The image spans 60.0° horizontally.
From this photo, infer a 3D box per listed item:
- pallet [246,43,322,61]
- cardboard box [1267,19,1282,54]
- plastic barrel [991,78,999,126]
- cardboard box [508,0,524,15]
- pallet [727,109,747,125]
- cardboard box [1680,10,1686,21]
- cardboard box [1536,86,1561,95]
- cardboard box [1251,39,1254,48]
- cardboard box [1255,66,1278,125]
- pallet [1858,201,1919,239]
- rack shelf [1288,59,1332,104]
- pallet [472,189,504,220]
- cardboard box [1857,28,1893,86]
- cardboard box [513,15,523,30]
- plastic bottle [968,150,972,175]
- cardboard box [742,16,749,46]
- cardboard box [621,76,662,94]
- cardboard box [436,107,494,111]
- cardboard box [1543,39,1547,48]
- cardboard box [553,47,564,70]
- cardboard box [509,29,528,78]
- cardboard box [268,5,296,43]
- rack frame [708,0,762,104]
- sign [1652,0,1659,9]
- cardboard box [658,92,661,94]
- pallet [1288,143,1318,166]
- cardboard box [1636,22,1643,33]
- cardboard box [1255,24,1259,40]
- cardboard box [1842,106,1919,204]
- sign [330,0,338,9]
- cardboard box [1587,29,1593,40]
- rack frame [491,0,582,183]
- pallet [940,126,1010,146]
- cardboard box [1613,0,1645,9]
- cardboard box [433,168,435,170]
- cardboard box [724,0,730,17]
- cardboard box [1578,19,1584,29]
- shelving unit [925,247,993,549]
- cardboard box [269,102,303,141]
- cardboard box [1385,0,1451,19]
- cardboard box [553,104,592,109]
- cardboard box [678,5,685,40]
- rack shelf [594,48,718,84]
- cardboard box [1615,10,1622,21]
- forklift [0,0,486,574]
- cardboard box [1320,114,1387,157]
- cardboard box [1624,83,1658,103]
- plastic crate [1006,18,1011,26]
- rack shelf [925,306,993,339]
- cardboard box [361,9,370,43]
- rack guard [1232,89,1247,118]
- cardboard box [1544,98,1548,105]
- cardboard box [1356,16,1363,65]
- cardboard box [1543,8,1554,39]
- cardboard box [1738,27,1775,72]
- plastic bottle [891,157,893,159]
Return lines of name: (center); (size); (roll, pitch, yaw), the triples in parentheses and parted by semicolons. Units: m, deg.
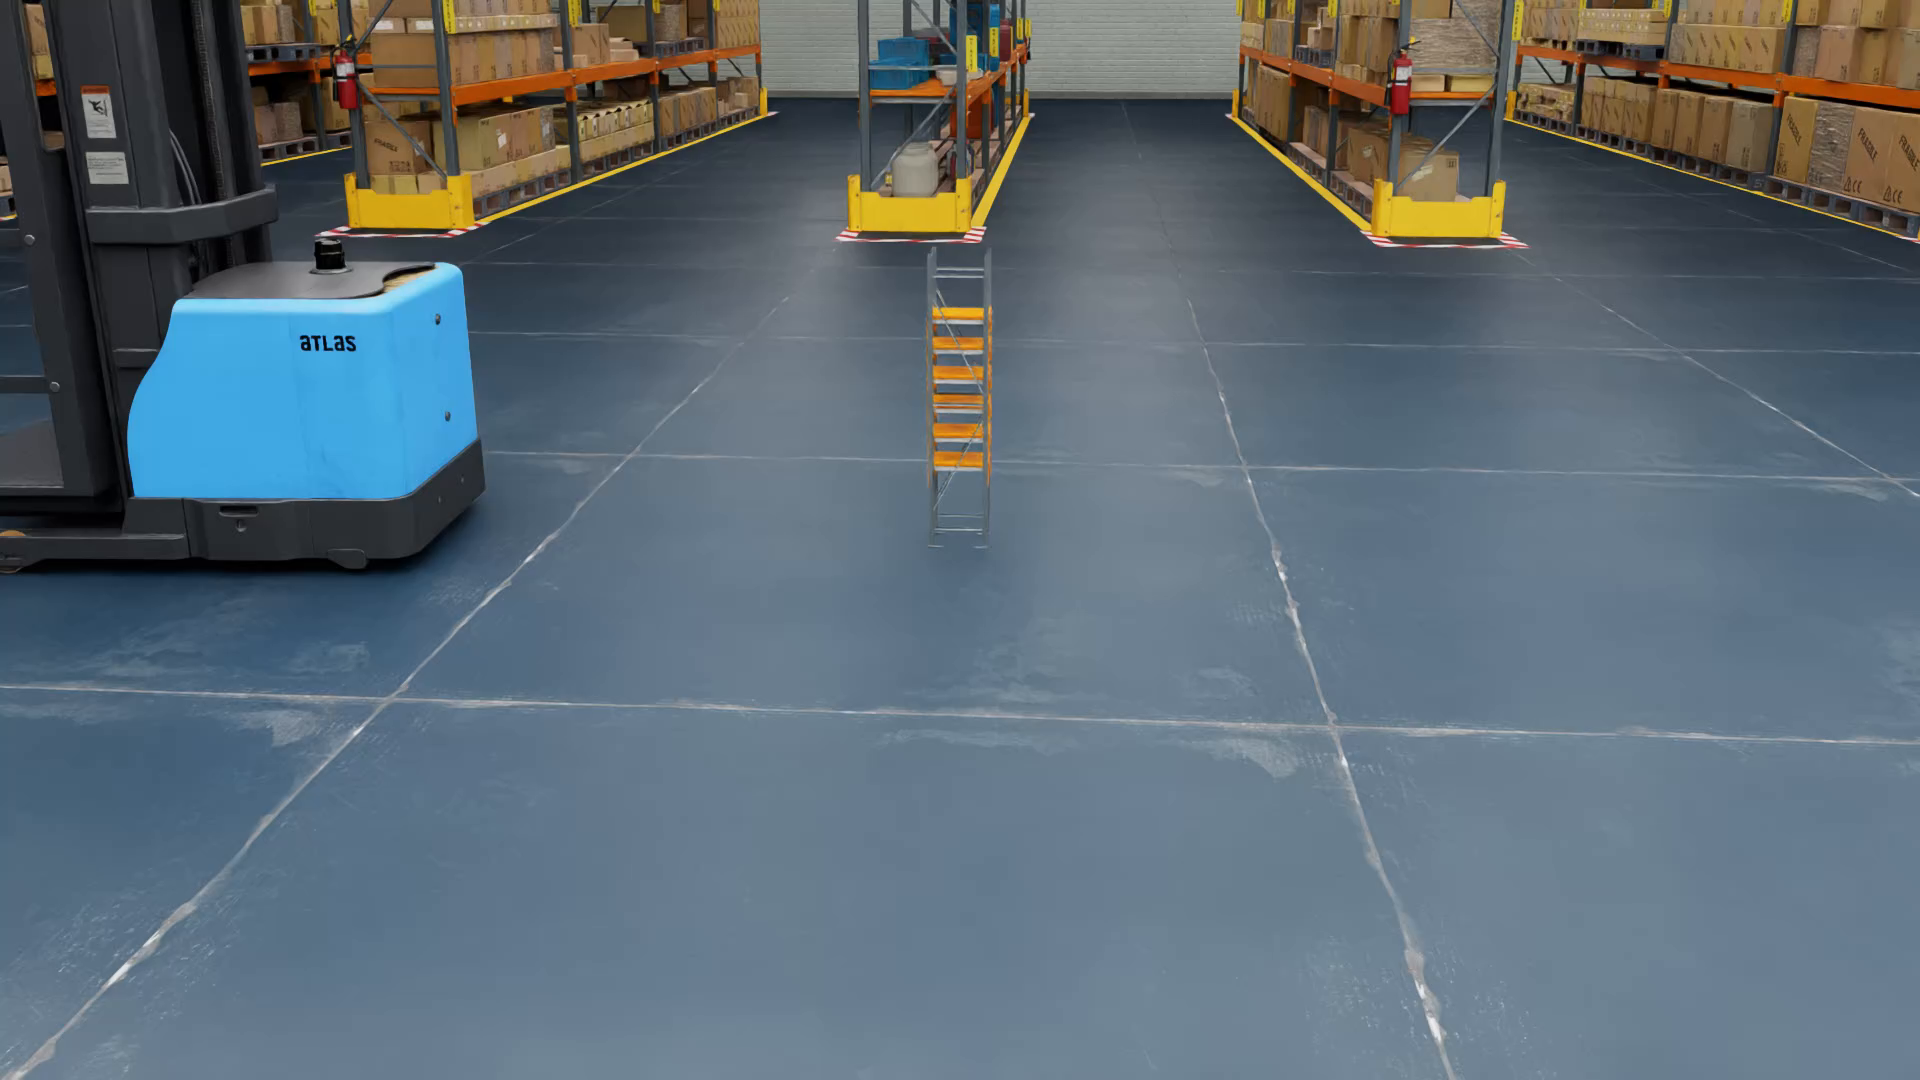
pallet: (-9.695, -6.801, 23.171); (1.213, 0.211, 1.003); (1, 18, 4)
cardboard box: (5.041, -7.781, 25.691); (0.500, 0.500, 0.500); (1, 18, 4)
plastic barrel: (0.312, -6.951, 26.016); (0.600, 0.901, 0.708); (1, 18, 4)
cardboard box: (-5.193, -5.978, 18.106); (0.700, 0.500, 0.500); (1, 18, 4)
pallet: (-4.387, -7.517, 29.525); (1.003, 0.211, 1.213); (1, 18, 4)
cardboard box: (10.277, -7.304, 23.170); (0.380, 0.149, 0.250); (1, 18, 4)
cardboard box: (10.199, -7.771, 28.770); (0.380, 0.149, 0.250); (2, 18, 6)
cardboard box: (5.145, -8.409, 28.171); (0.380, 0.149, 0.250); (1, 18, 3)
cardboard box: (5.333, -7.018, 26.260); (1.225, 0.875, 0.875); (1, 18, 4)
pallet: (9.418, -3.083, 15.992); (1.003, 0.211, 1.213); (1, 18, 4)
rack shelf: (4.928, -5.822, 21.027); (1.077, 0.370, 4.000); (1, 18, 4)
pallet: (-5.369, -3.436, 17.069); (1.003, 0.211, 1.213); (1, 18, 4)
cardboard box: (9.599, -4.853, 16.676); (0.875, 0.550, 0.500); (1, 18, 4)
cardboard box: (-4.994, -5.637, 18.106); (0.380, 0.149, 0.250); (2, 18, 5)
plastic bottle: (0.102, -4.253, 18.742); (0.061, 0.283, 0.133); (3, 18, 8)
cardboard box: (-4.071, -9.078, 29.649); (0.500, 0.500, 0.500); (1, 18, 4)
cardboard box: (-4.907, -7.016, 25.620); (0.500, 0.250, 0.500); (1, 18, 3)
cardboard box: (-5.513, -4.566, 18.578); (0.500, 0.500, 0.500); (1, 18, 4)
cardboard box: (10.214, -8.509, 28.477); (0.380, 0.149, 0.250); (1, 18, 3)
cardboard box: (-5.104, -5.847, 20.191); (0.500, 0.250, 0.500); (2, 18, 7)
cardboard box: (-5.192, -5.354, 18.286); (0.700, 0.500, 0.500); (2, 18, 5)
cardboard box: (-9.774, -7.227, 23.293); (0.700, 0.500, 0.500); (-1, 18, -3)
rack frame: (-4.235, -9.491, 31.072); (1.000, 3.000, 0.127); (1, 18, 4)
sign: (10.852, -8.424, 25.954); (0.100, 0.325, 0.005); (1, 18, 4)
cardboard box: (-4.907, -6.648, 25.701); (0.500, 0.500, 0.500); (1, 18, 2)
pallet: (5.014, -5.217, 22.505); (1.003, 0.211, 1.213); (1, 18, 4)
cardboard box: (9.610, -7.110, 23.057); (0.380, 0.149, 0.250); (2, 18, 6)
cardboard box: (5.163, -8.401, 27.507); (0.500, 0.250, 0.500); (2, 18, 6)
cardboard box: (9.482, -3.833, 16.542); (0.875, 0.875, 0.875); (1, 18, 3)
sign: (-5.923, -5.201, 15.740); (0.100, 0.325, 0.005); (1, 18, 4)
cardboard box: (9.776, -7.689, 25.301); (0.380, 0.149, 0.250); (1, 18, 4)
rack frame: (-5.096, -5.764, 19.698); (1.000, 3.000, 0.127); (1, 18, 4)
pallet: (0.237, -6.194, 25.486); (1.003, 0.211, 1.213); (1, 18, 4)
cardboard box: (10.574, -8.683, 26.362); (0.500, 0.500, 0.500); (2, 18, 5)
cardboard box: (-5.615, -3.744, 17.273); (0.500, 0.250, 0.500); (1, 18, 4)
cardboard box: (-4.171, -9.072, 28.026); (0.500, 0.500, 0.500); (1, 18, 2)
cardboard box: (9.811, -7.994, 25.754); (0.380, 0.149, 0.250); (2, 18, 5)
shelving unit: (-0.001, -0.566, 6.722); (0.258, 1.200, 0.189); (1, 18, 4)
cardboard box: (-9.750, -5.913, 23.458); (0.700, 0.500, 0.500); (2, 18, 5)
cardboard box: (4.291, -5.140, 15.549); (0.500, 0.500, 0.500); (1, 18, 4)
cardboard box: (-5.207, -5.688, 22.307); (0.500, 0.311, 0.500); (1, 18, 2)
cardboard box: (-4.587, -7.946, 25.521); (0.700, 0.500, 0.500); (-3, 18, -10)
rack shelf: (-4.665, -7.286, 25.497); (1.077, 0.370, 4.000); (1, 18, 4)
cardboard box: (9.685, -7.569, 23.980); (0.380, 0.149, 0.250); (2, 18, 7)
forklift: (-3.629, -1.426, 6.567); (3.031, 2.935, 1.130); (1, 18, 2)
cardboard box: (4.943, -5.075, 20.902); (0.700, 0.500, 0.500); (0, 18, -1)
cardboard box: (9.825, -6.386, 23.730); (0.500, 0.250, 0.500); (2, 18, 5)
plastic crate: (0.732, -8.468, 27.750); (0.402, 0.464, 0.583); (1, 18, 4)
rack shelf: (-0.001, -0.866, 6.624); (0.258, 0.103, 0.180); (1, 18, 4)
cardboard box: (-9.347, -7.938, 25.662); (0.500, 0.500, 0.500); (2, 18, 5)
rack guard: (5.647, -8.089, 30.806); (1.175, 0.500, 0.348); (1, 18, 4)
cardboard box: (10.257, -7.547, 28.566); (0.380, 0.149, 0.250); (2, 18, 7)
cardboard box: (4.685, -5.281, 17.583); (0.875, 0.500, 0.500); (1, 18, 4)
cardboard box: (10.186, -8.706, 28.036); (0.500, 0.500, 0.500); (1, 18, 2)
cardboard box: (9.532, -5.773, 19.562); (0.500, 0.500, 0.500); (1, 18, 3)
plastic bottle: (-0.702, -3.983, 17.929); (0.152, 0.276, 0.135); (1, 18, 4)
